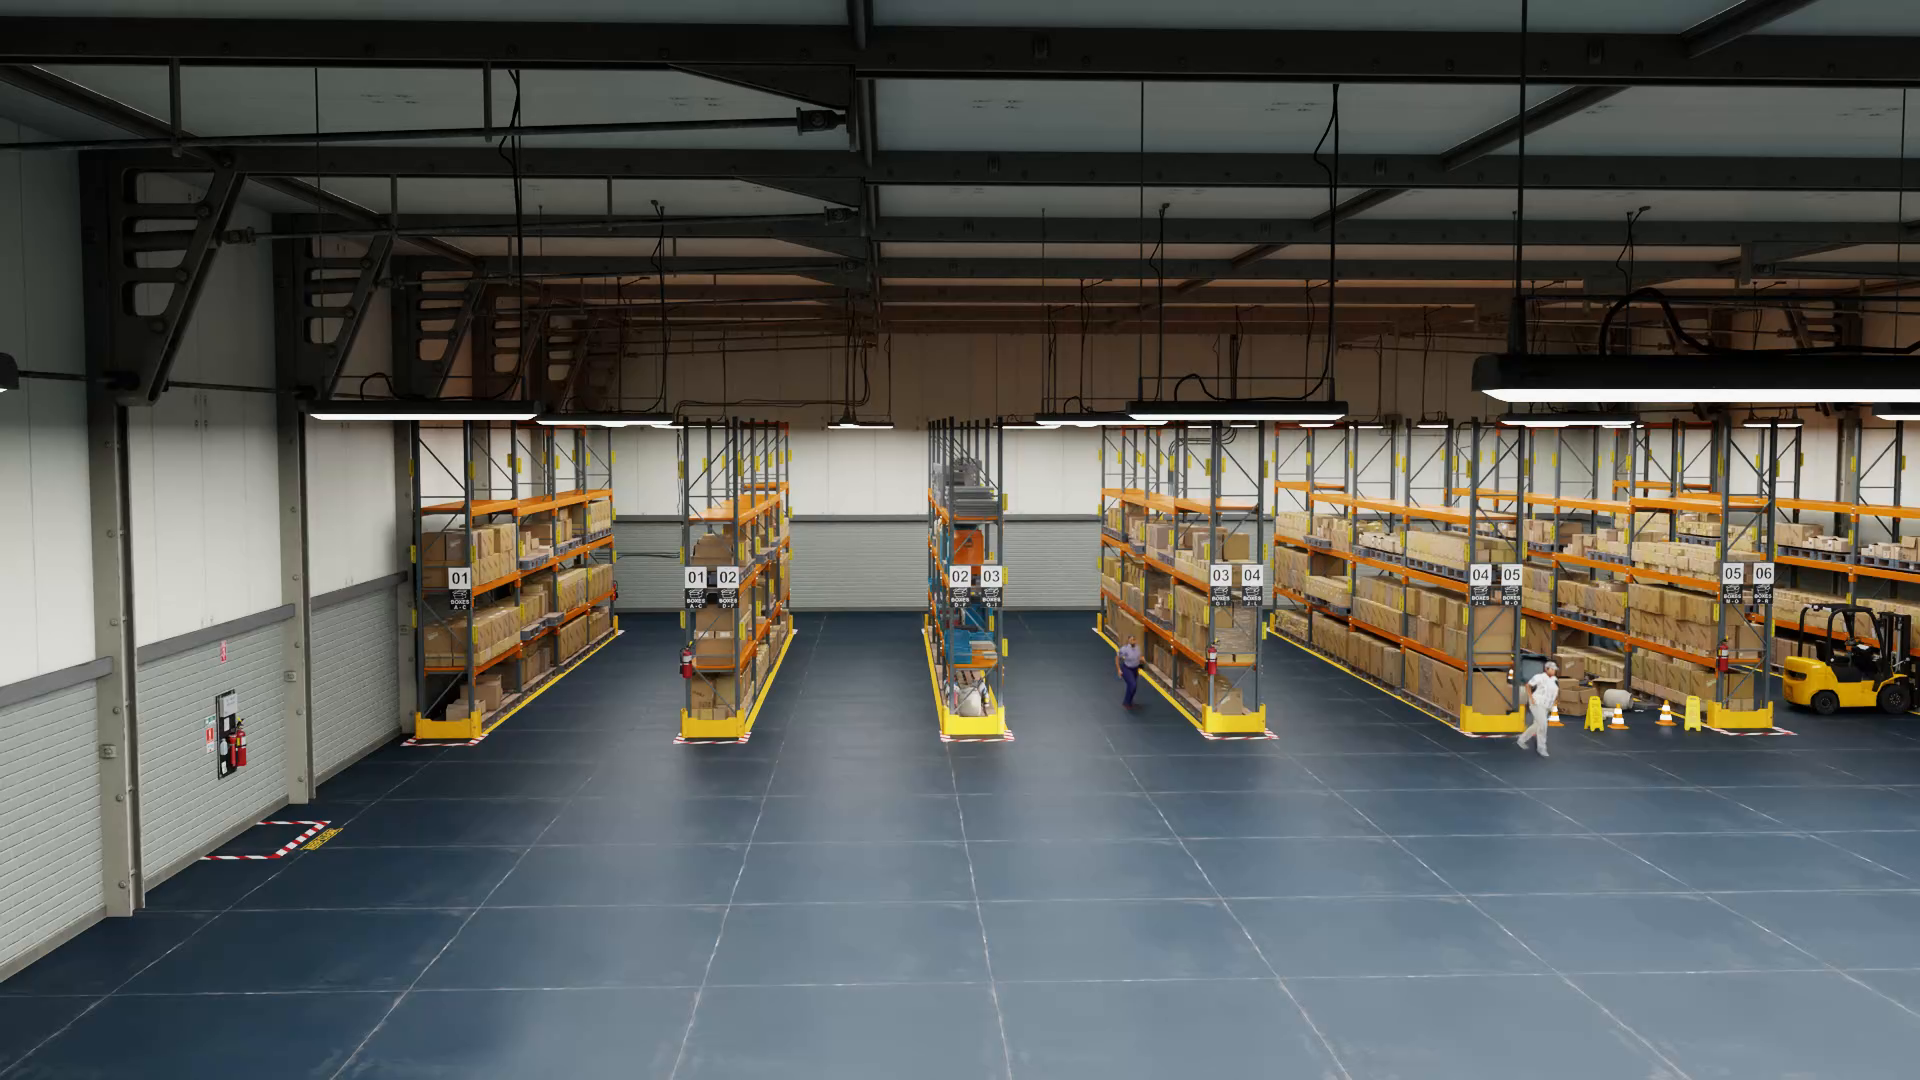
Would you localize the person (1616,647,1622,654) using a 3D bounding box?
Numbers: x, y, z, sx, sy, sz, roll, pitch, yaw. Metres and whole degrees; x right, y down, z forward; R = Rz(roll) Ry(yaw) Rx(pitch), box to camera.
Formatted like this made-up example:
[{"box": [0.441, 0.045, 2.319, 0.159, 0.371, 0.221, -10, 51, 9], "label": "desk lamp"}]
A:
[{"box": [16.358, 2.109, 41.895, 0.697, 1.748, 0.931, 0, 4, -5], "label": "person"}]

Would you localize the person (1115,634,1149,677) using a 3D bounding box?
[{"box": [3.600, 2.374, 34.238, 0.588, 0.894, 0.604, -4, 5, -44], "label": "person"}]

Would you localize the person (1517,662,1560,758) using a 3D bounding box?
[{"box": [10.346, 2.972, 29.595, 0.732, 1.621, 0.841, -2, 4, -33], "label": "person"}]
